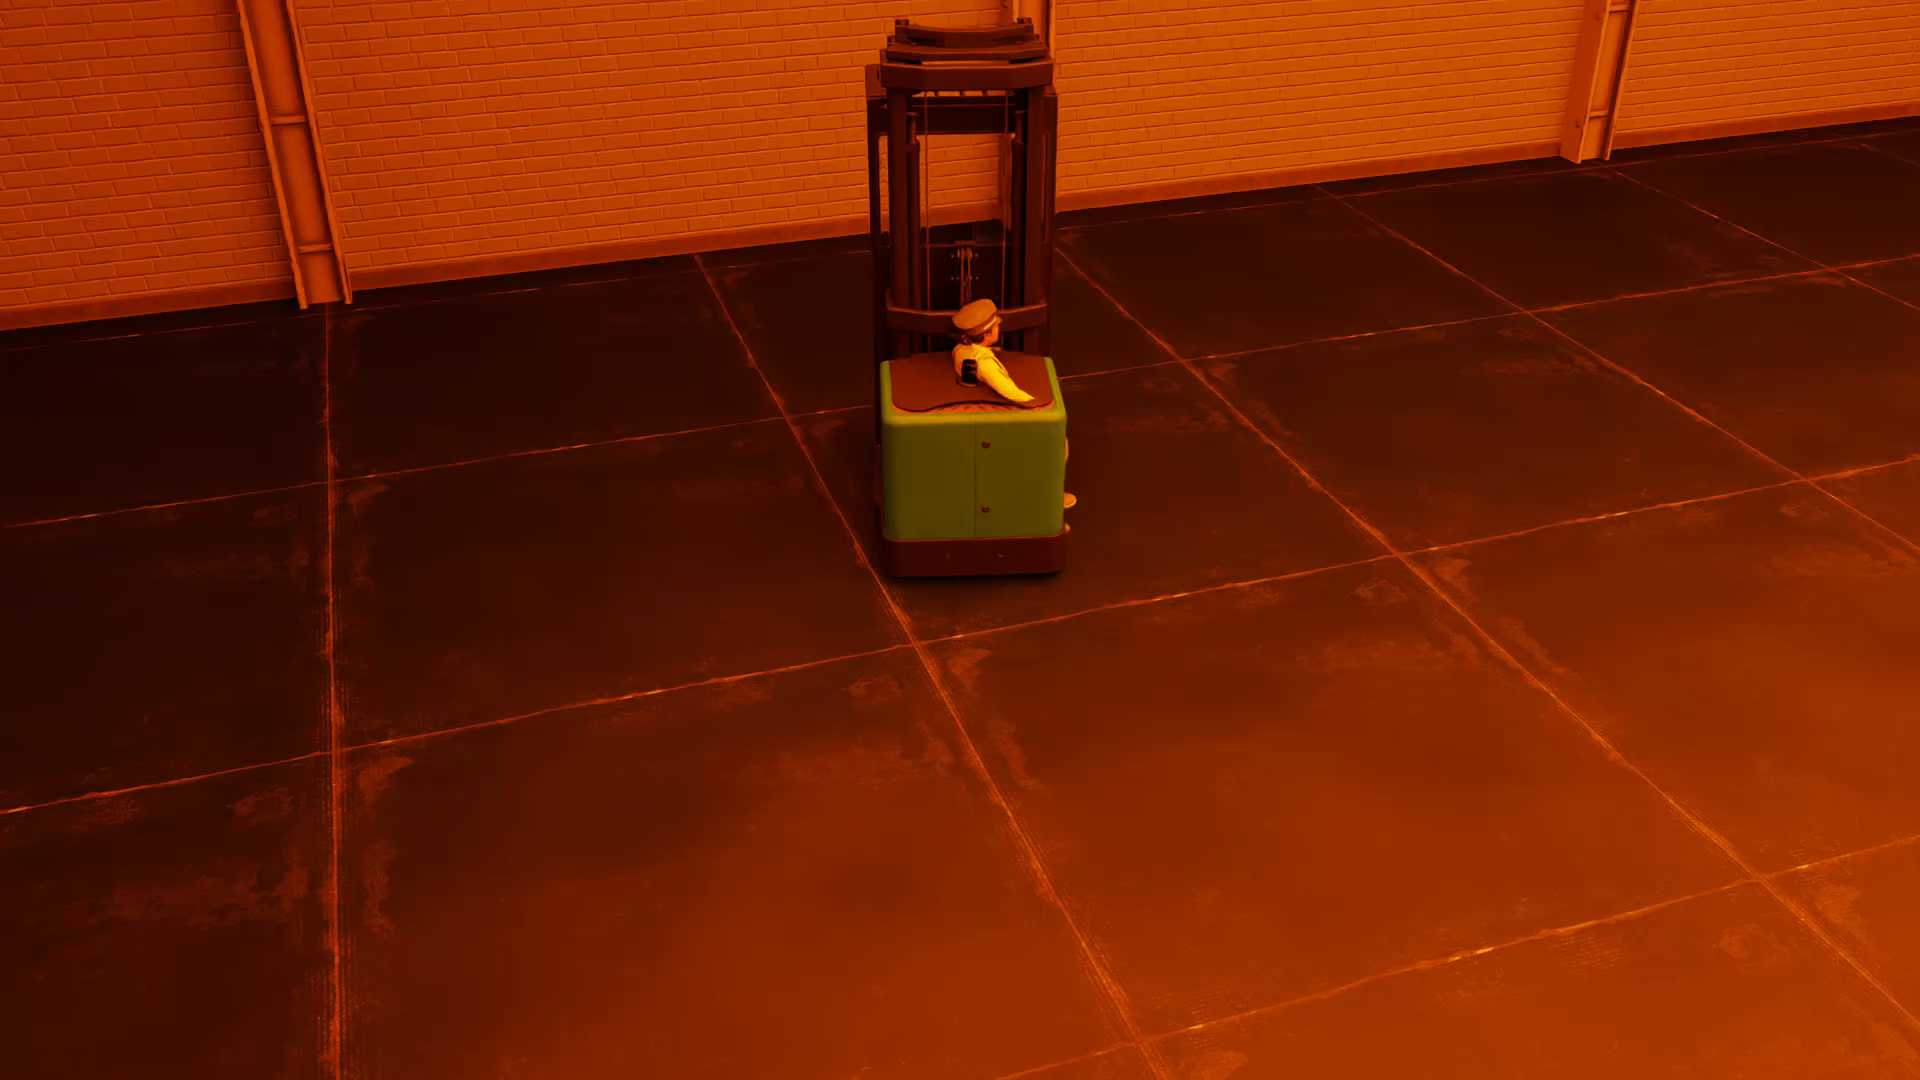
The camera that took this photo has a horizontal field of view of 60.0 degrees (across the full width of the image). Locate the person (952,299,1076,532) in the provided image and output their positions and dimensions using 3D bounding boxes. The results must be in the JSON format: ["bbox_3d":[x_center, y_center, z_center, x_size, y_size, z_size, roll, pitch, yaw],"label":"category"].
[{"bbox_3d":[0.366,-0.744,9.730,0.814,1.451,0.918,-19,35,-29],"label":"person"}]

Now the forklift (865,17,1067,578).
[{"bbox_3d":[-0.003,-1.759,10.144,1.130,2.935,3.031,-2,30,-3],"label":"forklift"}]
